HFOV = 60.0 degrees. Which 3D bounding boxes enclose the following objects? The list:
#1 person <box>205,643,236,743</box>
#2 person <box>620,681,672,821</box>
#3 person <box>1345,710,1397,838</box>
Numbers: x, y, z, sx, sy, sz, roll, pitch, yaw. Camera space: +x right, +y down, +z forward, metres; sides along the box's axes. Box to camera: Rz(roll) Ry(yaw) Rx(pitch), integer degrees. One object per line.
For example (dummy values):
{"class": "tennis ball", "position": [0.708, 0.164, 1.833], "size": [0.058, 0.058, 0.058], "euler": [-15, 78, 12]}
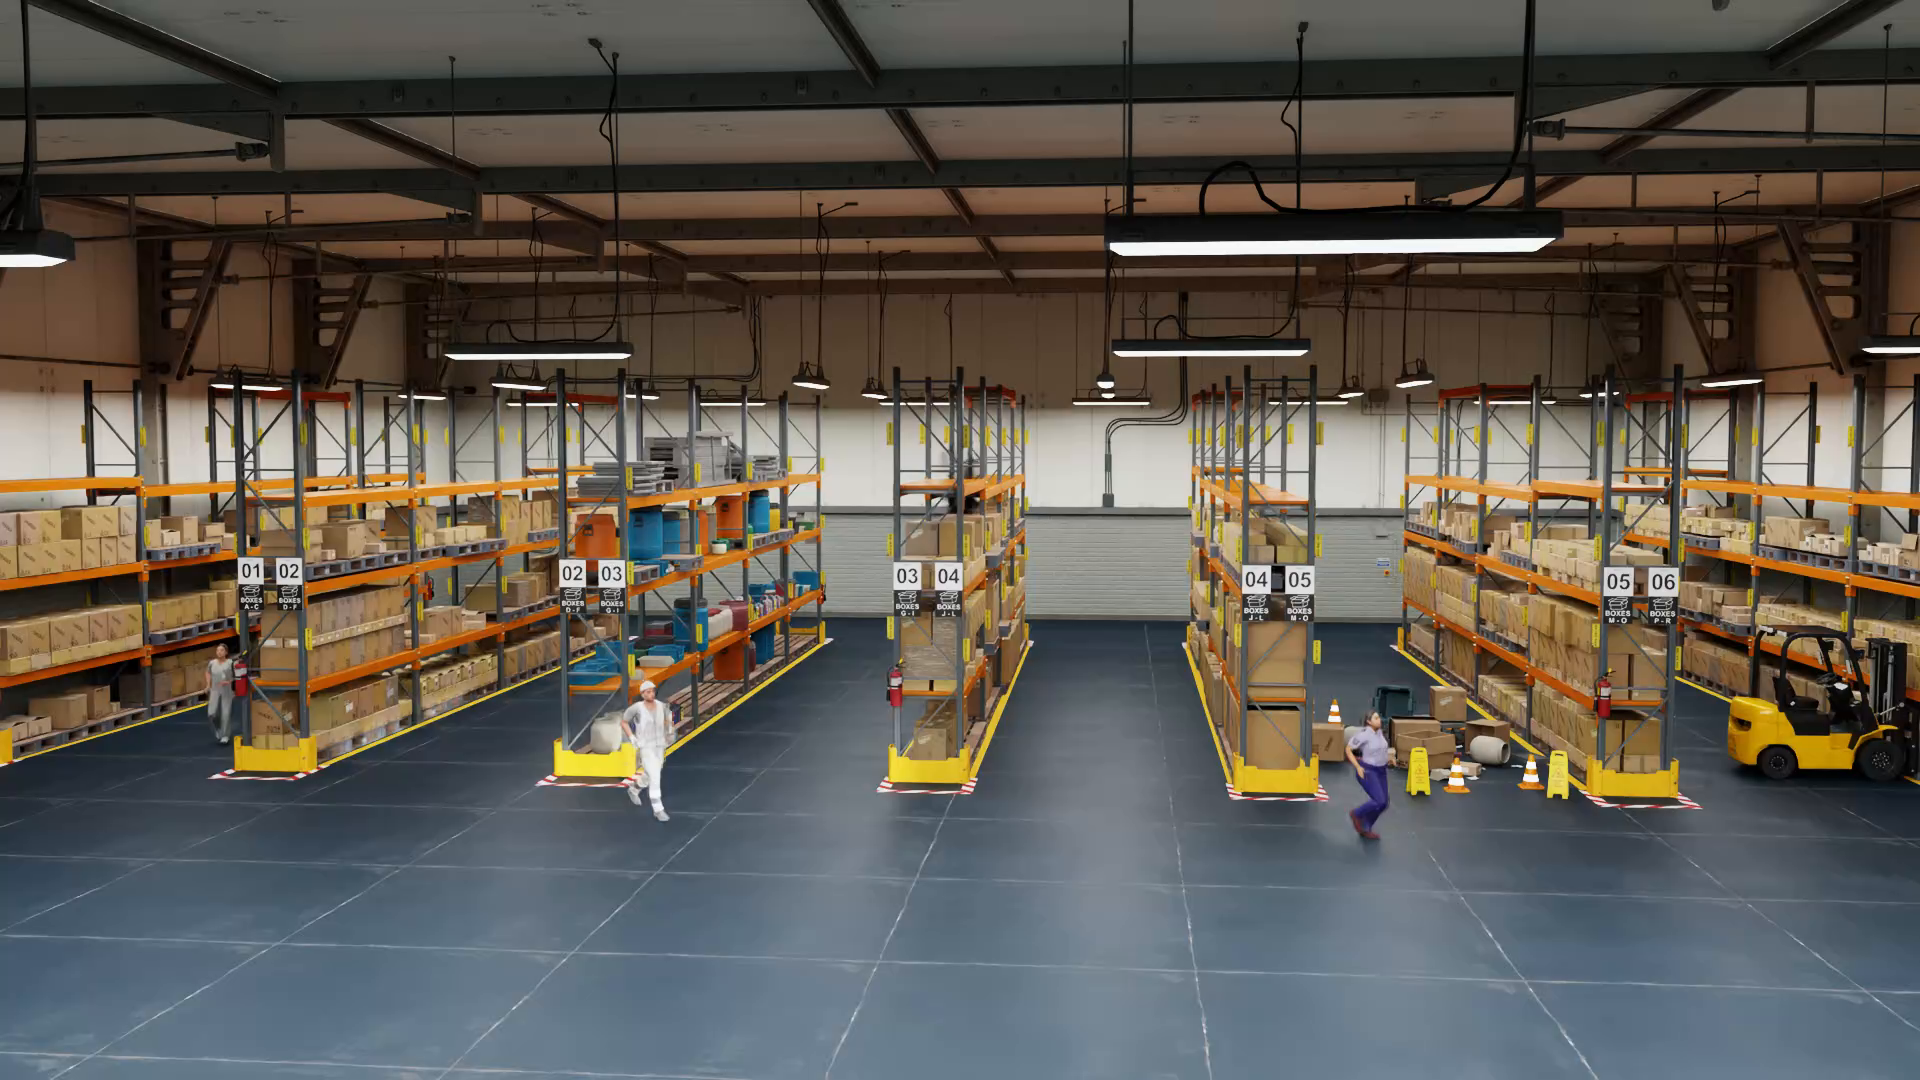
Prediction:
{"class": "person", "position": [-12.030, 2.503, 27.050], "size": [0.550, 1.621, 0.565], "euler": [-1, 4, -9]}
{"class": "person", "position": [-4.095, 2.744, 21.942], "size": [0.638, 1.795, 0.922], "euler": [-4, 5, -45]}
{"class": "person", "position": [5.158, 2.923, 20.655], "size": [0.603, 1.594, 0.536], "euler": [-3, 5, -42]}
